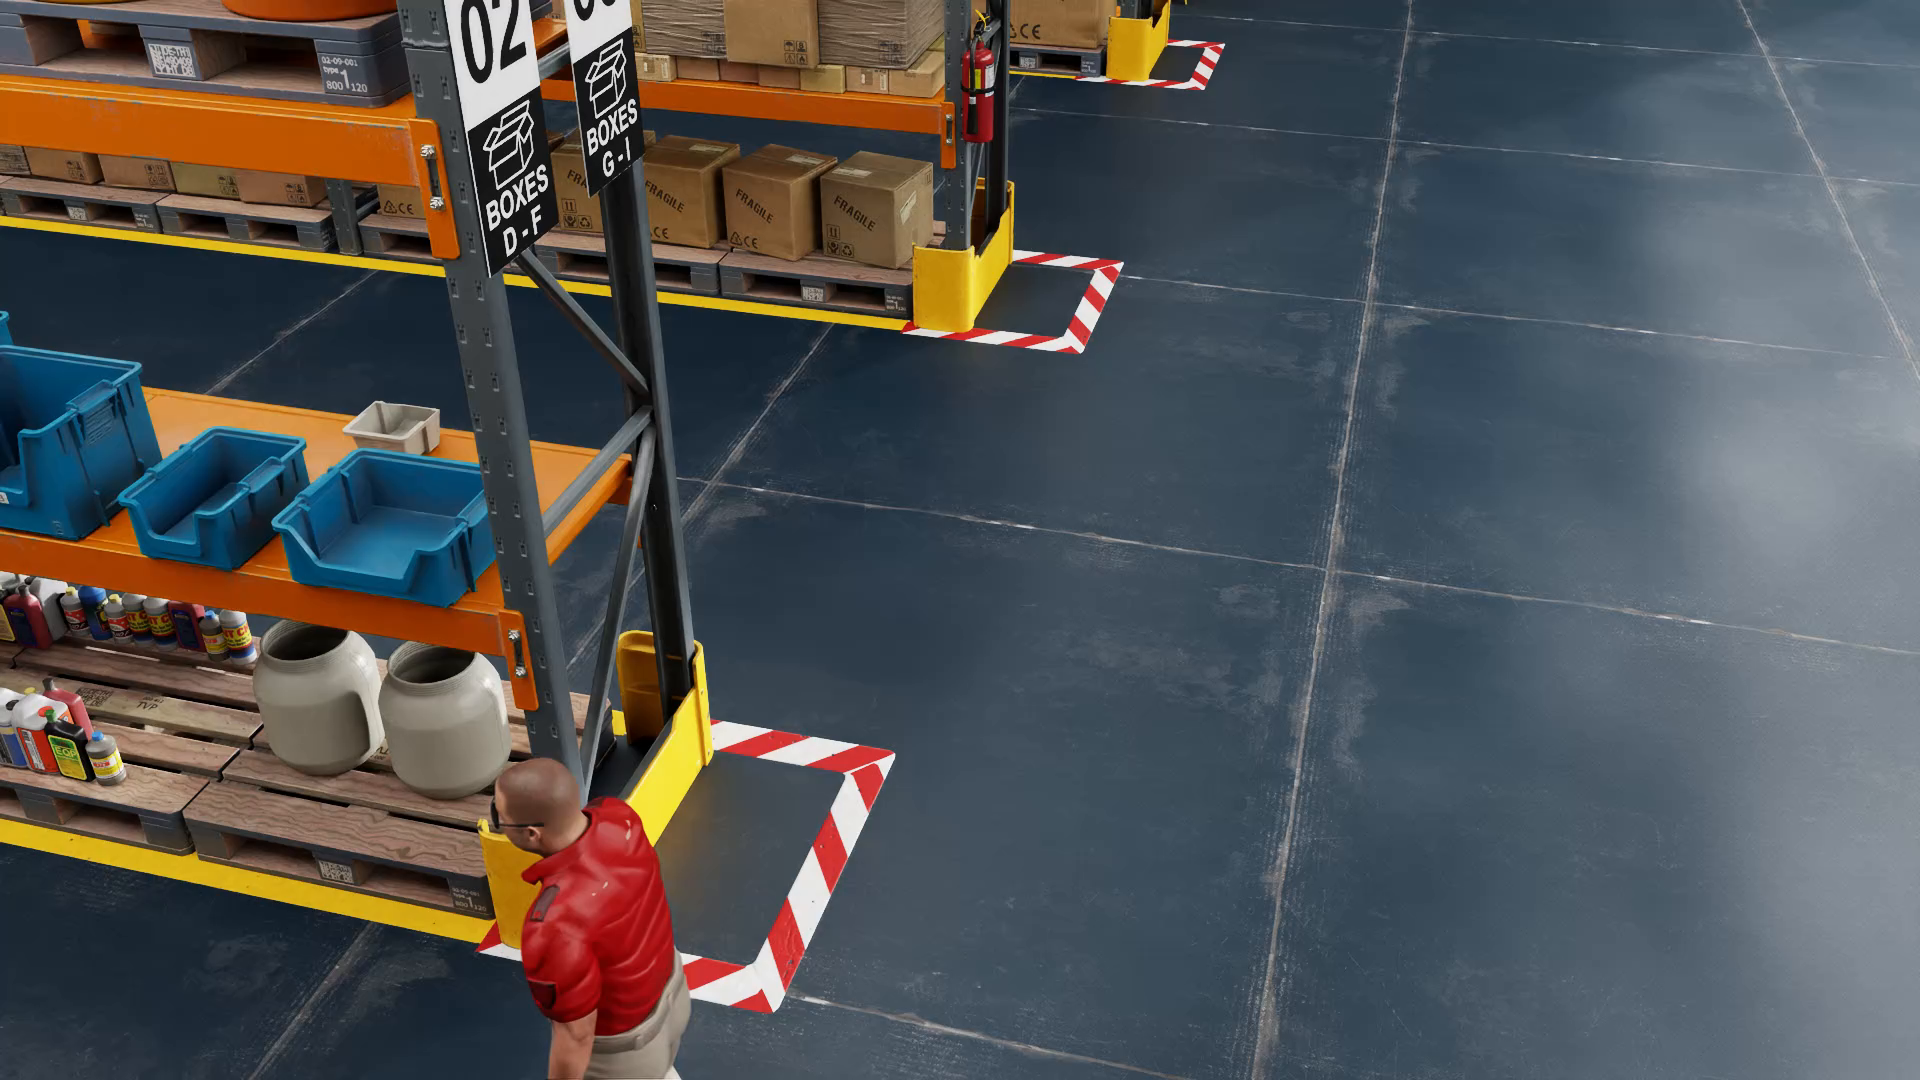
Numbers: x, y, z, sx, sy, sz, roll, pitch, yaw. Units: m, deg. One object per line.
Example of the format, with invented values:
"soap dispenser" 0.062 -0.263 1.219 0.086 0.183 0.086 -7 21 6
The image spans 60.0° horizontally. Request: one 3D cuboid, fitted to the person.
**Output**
"person" -0.903 1.227 4.233 0.387 1.727 0.606 6 33 10
